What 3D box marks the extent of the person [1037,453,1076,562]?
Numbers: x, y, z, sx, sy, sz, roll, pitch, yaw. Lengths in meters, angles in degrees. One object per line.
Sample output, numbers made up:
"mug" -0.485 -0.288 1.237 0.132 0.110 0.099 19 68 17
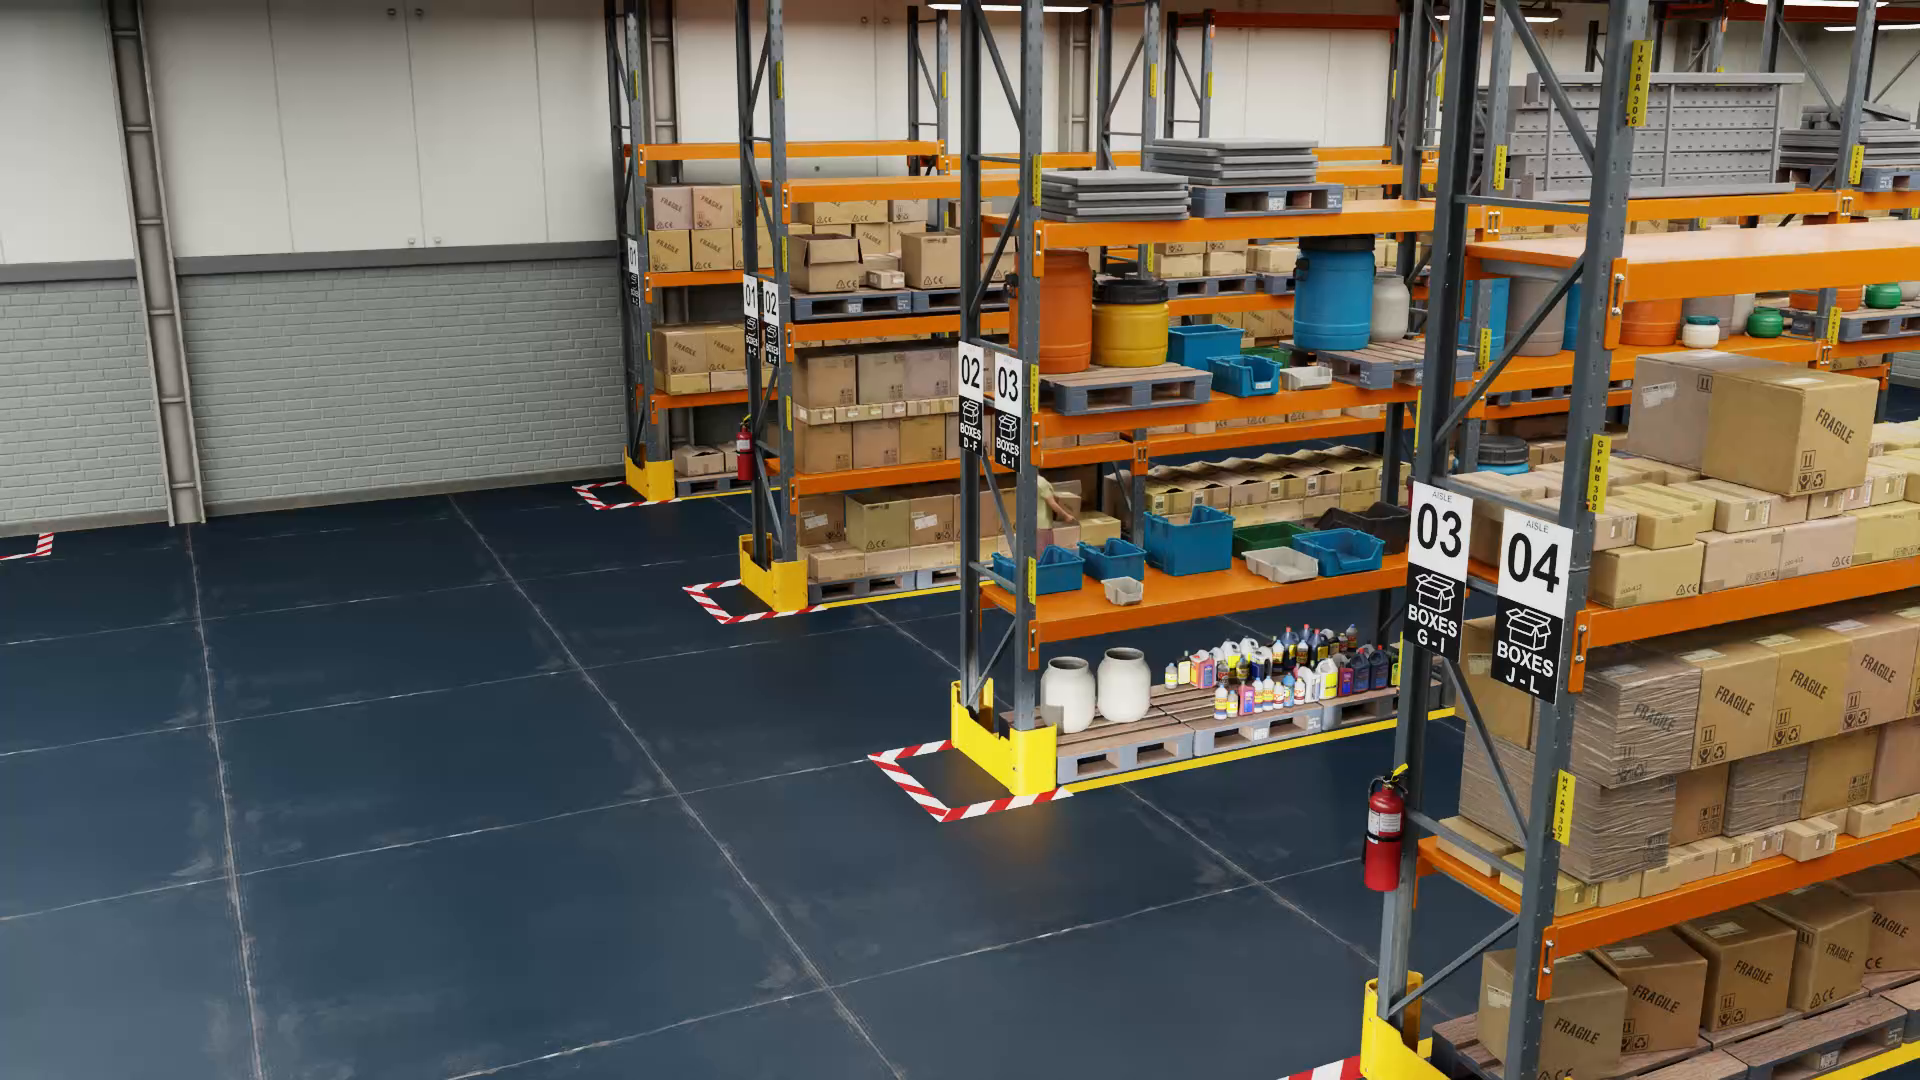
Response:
"person" 0.816 -0.122 16.246 0.552 1.662 0.428 -7 17 -25
